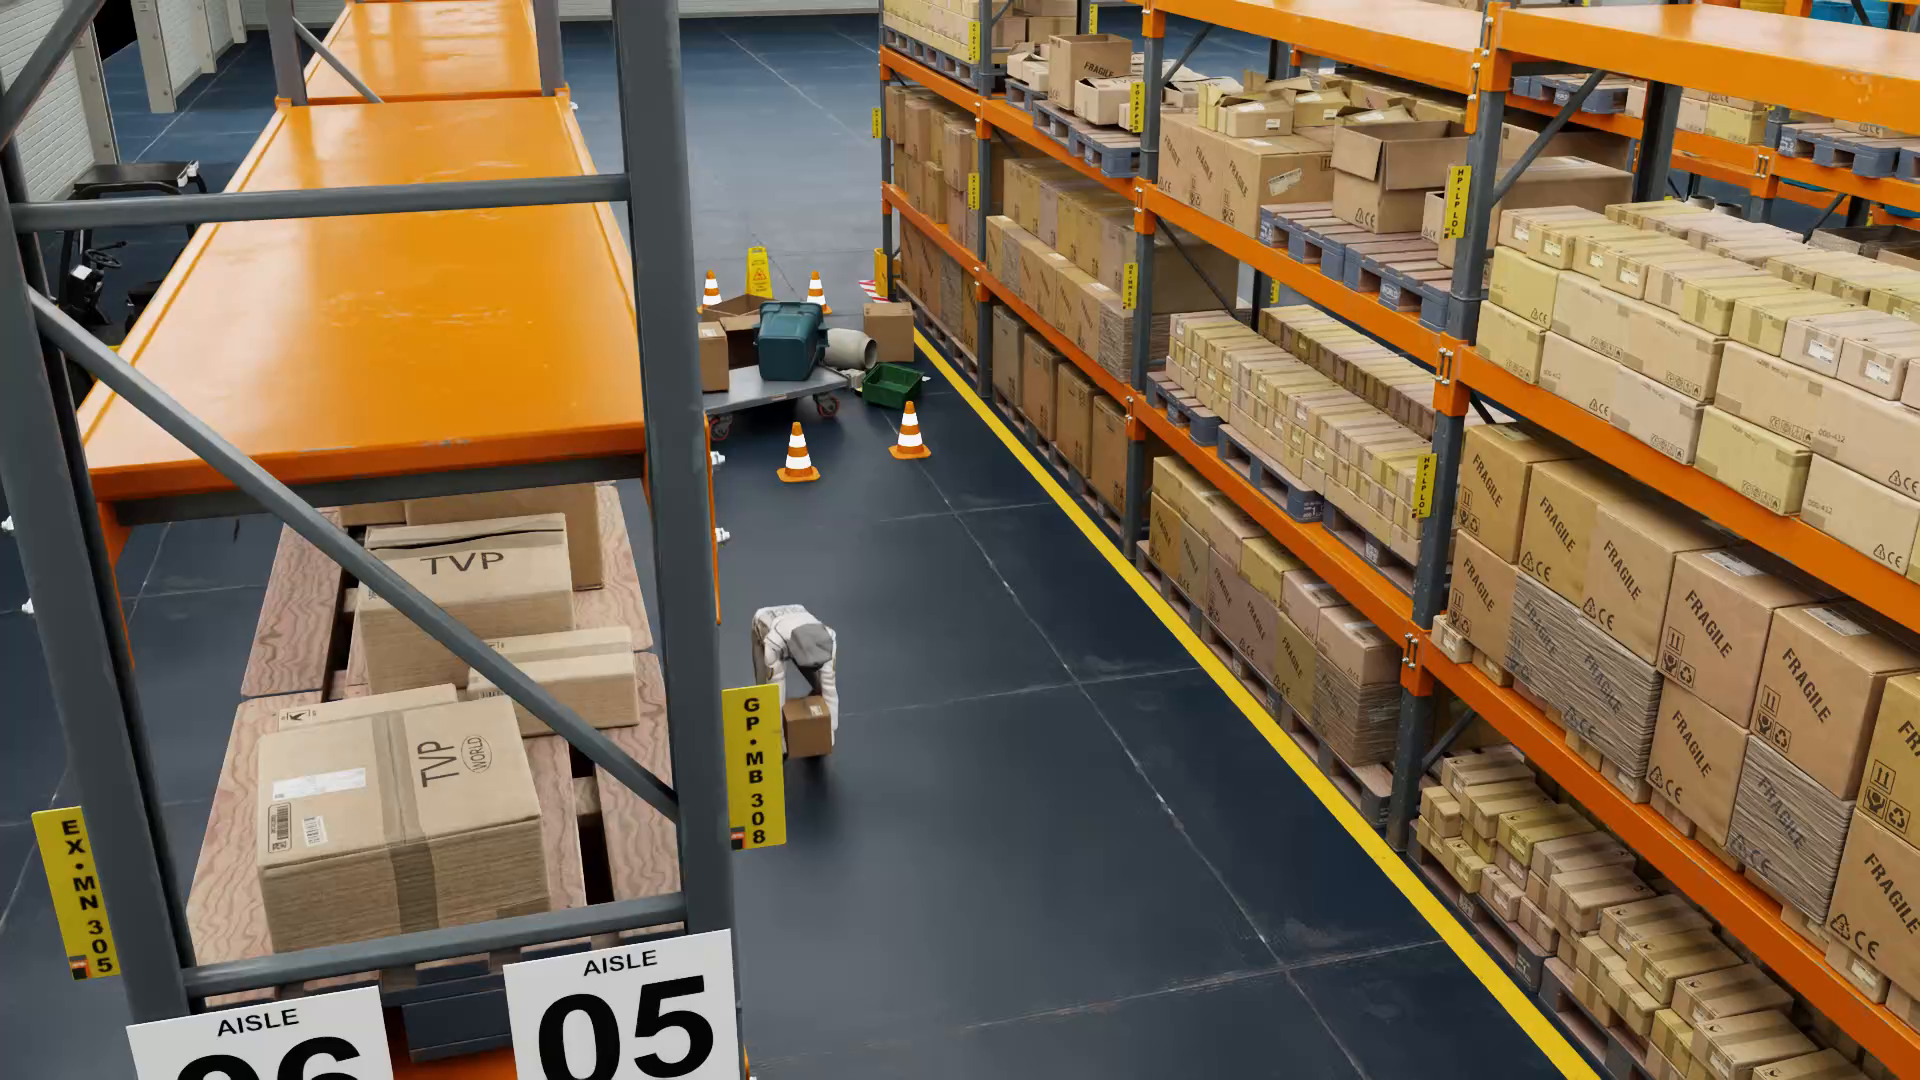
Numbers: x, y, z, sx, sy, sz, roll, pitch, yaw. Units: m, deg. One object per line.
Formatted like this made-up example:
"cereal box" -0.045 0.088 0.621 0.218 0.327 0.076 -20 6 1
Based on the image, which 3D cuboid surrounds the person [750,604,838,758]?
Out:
"person" -0.949 0.811 9.595 0.448 0.995 0.911 -7 24 -17
